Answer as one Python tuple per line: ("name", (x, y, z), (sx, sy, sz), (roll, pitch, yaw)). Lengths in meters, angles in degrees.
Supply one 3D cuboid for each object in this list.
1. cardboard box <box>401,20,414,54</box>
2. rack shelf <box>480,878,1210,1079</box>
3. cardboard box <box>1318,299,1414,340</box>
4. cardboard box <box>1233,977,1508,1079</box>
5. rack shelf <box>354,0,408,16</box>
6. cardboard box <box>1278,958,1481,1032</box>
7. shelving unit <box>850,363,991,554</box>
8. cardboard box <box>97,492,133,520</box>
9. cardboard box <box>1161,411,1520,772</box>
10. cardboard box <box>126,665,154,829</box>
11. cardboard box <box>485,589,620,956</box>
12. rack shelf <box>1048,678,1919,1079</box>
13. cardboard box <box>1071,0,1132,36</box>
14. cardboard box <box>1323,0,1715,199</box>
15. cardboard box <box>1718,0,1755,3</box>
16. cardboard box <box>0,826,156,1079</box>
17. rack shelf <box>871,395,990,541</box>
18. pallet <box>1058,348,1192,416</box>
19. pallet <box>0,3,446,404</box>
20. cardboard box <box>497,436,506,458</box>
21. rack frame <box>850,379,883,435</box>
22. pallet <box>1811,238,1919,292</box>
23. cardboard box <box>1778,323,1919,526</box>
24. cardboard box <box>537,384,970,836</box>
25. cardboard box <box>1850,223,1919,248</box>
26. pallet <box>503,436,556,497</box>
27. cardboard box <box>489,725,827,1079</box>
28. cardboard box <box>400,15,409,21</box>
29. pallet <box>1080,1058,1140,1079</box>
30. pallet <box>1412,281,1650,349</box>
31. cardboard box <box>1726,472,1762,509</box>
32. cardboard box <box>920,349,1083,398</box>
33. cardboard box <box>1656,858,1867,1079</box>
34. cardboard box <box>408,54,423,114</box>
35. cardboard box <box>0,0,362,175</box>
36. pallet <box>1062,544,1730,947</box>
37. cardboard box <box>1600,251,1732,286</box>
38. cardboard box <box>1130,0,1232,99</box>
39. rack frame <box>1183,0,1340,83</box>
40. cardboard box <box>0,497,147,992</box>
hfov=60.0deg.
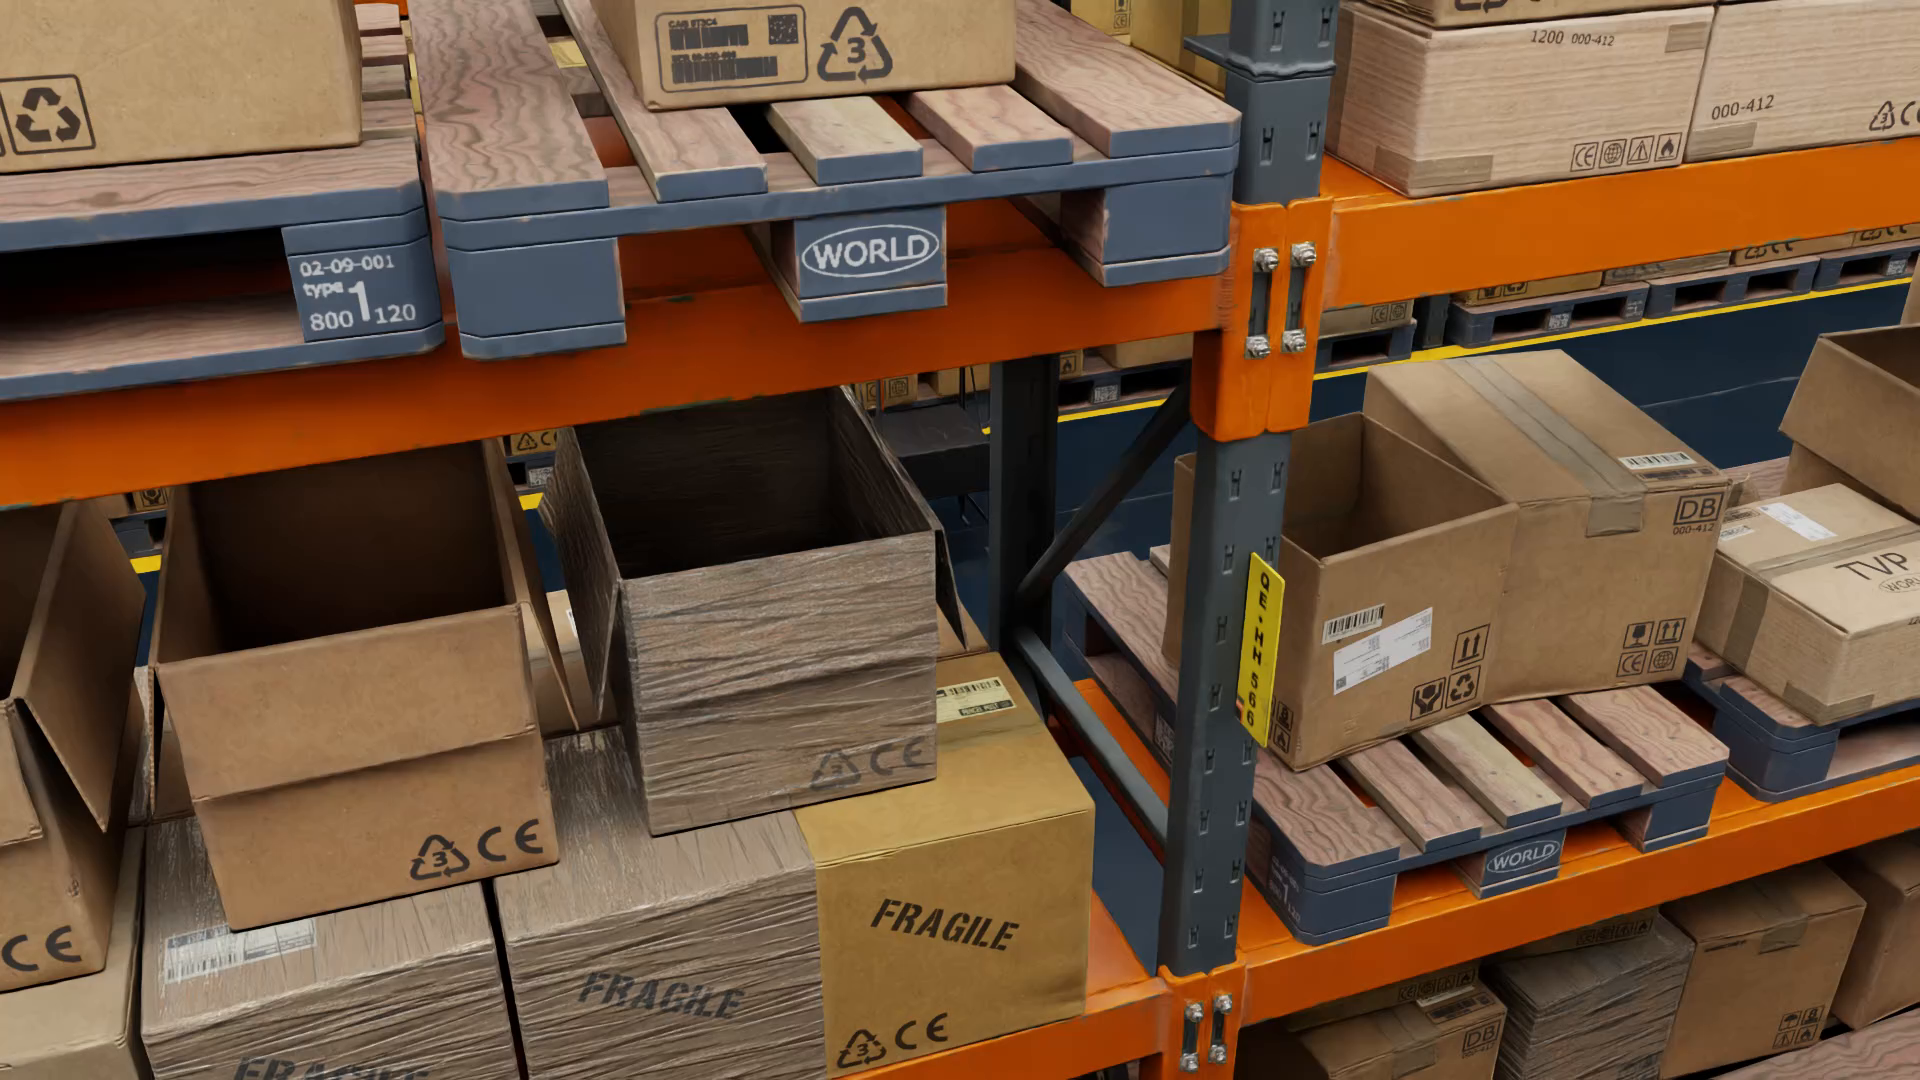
("cardboard box", (-2.324, -2.143, 7.210), (0.250, 0.149, 0.380), (-11, 31, -18))
("rack shelf", (-1.581, 1.087, 3.038), (4.000, 0.370, 1.077), (-10, 31, -18))
("cardboard box", (1.858, -1.636, 8.939), (0.750, 0.750, 1.050), (-11, 31, -18))
("cardboard box", (0.915, 1.199, 4.195), (0.500, 0.500, 0.700), (-12, 32, -20))
("rack shelf", (-5.036, -3.511, 11.108), (4.000, 0.370, 1.077), (-10, 31, -18))
("cardboard box", (0.911, 0.869, 4.018), (0.500, 0.250, 0.500), (-9, 31, -16))
("shelving unit", (-0.155, -0.884, 6.680), (0.503, 2.100, 0.431), (-10, 31, -18))
("cardboard box", (-3.810, -0.392, 7.008), (0.500, 0.500, 0.500), (-9, 31, -15))
("cardboard box", (0.786, 0.092, 3.534), (0.500, 0.500, 0.500), (-14, 33, -24))
("cardboard box", (-1.687, 0.609, 3.050), (0.500, 0.500, 0.500), (-10, 31, -17))
("cardboard box", (-0.739, 0.434, 3.357), (0.500, 0.500, 0.500), (-11, 32, -19))
("rack shelf", (2.168, 0.397, 4.250), (4.000, 0.370, 1.077), (-10, 31, -18))
("cardboard box", (0.516, -2.706, 7.858), (0.500, 0.500, 0.700), (-11, 31, -18))
("cardboard box", (0.823, -0.772, 2.696), (0.500, 0.250, 0.500), (-10, 31, -17))
("cardboard box", (1.301, -1.182, 2.659), (0.500, 0.500, 0.500), (-10, 31, -17))
("cardboard box", (-1.514, 0.848, 2.630), (0.500, 0.500, 0.500), (-10, 31, -17))
("rack shelf", (-0.155, -0.264, 7.033), (0.480, 0.518, 0.431), (-10, 31, -18))
("pallet", (0.566, -0.987, 8.770), (1.213, 0.211, 1.003), (-10, 31, -18))
("pallet", (-1.338, -0.462, 2.191), (1.213, 0.211, 1.003), (-9, 31, -15))
("cardboard box", (-2.354, -0.663, 7.484), (0.500, 0.500, 0.500), (-9, 31, -16))
("rack frame", (-0.384, -0.842, 6.606), (0.015, 2.100, 0.400), (-10, 31, -18))
("pallet", (5.435, -1.884, 10.344), (1.213, 0.211, 1.003), (-10, 31, -18))
("cardboard box", (2.450, -0.146, 3.948), (0.637, 0.503, 0.797), (-7, 30, -13))
("cardboard box", (-0.397, 0.069, 2.985), (0.637, 0.503, 0.797), (-9, 31, -16))
("cardboard box", (5.544, -2.382, 10.122), (0.875, 0.875, 0.875), (-10, 31, -17))
("pallet", (-2.074, -0.543, 7.990), (1.213, 0.211, 1.003), (-10, 31, -18))
("cardboard box", (-0.552, 0.670, 2.944), (0.500, 0.500, 0.500), (-11, 31, -18))
("cardboard box", (-3.838, -3.347, 11.817), (0.875, 0.875, 0.875), (-11, 31, -18))
("pallet", (1.027, 1.507, 4.392), (1.213, 0.211, 1.003), (-10, 31, -18))
("pallet", (3.148, -1.463, 9.605), (1.213, 0.211, 1.003), (-10, 31, -18))
("cardboard box", (1.763, -0.108, 4.120), (0.258, 0.266, 0.396), (-11, 32, -19))
("cardboard box", (0.079, -1.310, 8.368), (0.750, 0.750, 1.050), (-10, 31, -17))
("cardboard box", (1.959, 0.997, 4.551), (0.500, 0.500, 0.700), (-8, 31, -13))
("cardboard box", (-2.122, -1.836, 6.671), (0.250, 0.149, 0.380), (-9, 31, -16))
("cardboard box", (-1.031, -0.771, 2.018), (0.500, 0.500, 0.500), (-9, 31, -15))
("pallet", (0.925, 0.340, 3.816), (1.003, 0.211, 1.213), (-10, 31, -18))
("cardboard box", (3.865, -2.072, 9.579), (0.875, 0.875, 0.875), (-10, 31, -17))
("cardboard box", (0.654, -1.005, 3.104), (0.500, 0.250, 0.500), (-10, 31, -18))
("rack frame", (0.294, -2.177, 1.981), (0.127, 3.000, 1.000), (-10, 31, -18))
("cardboard box", (-1.635, 0.299, 2.581), (0.637, 0.503, 0.797), (-9, 31, -16))
